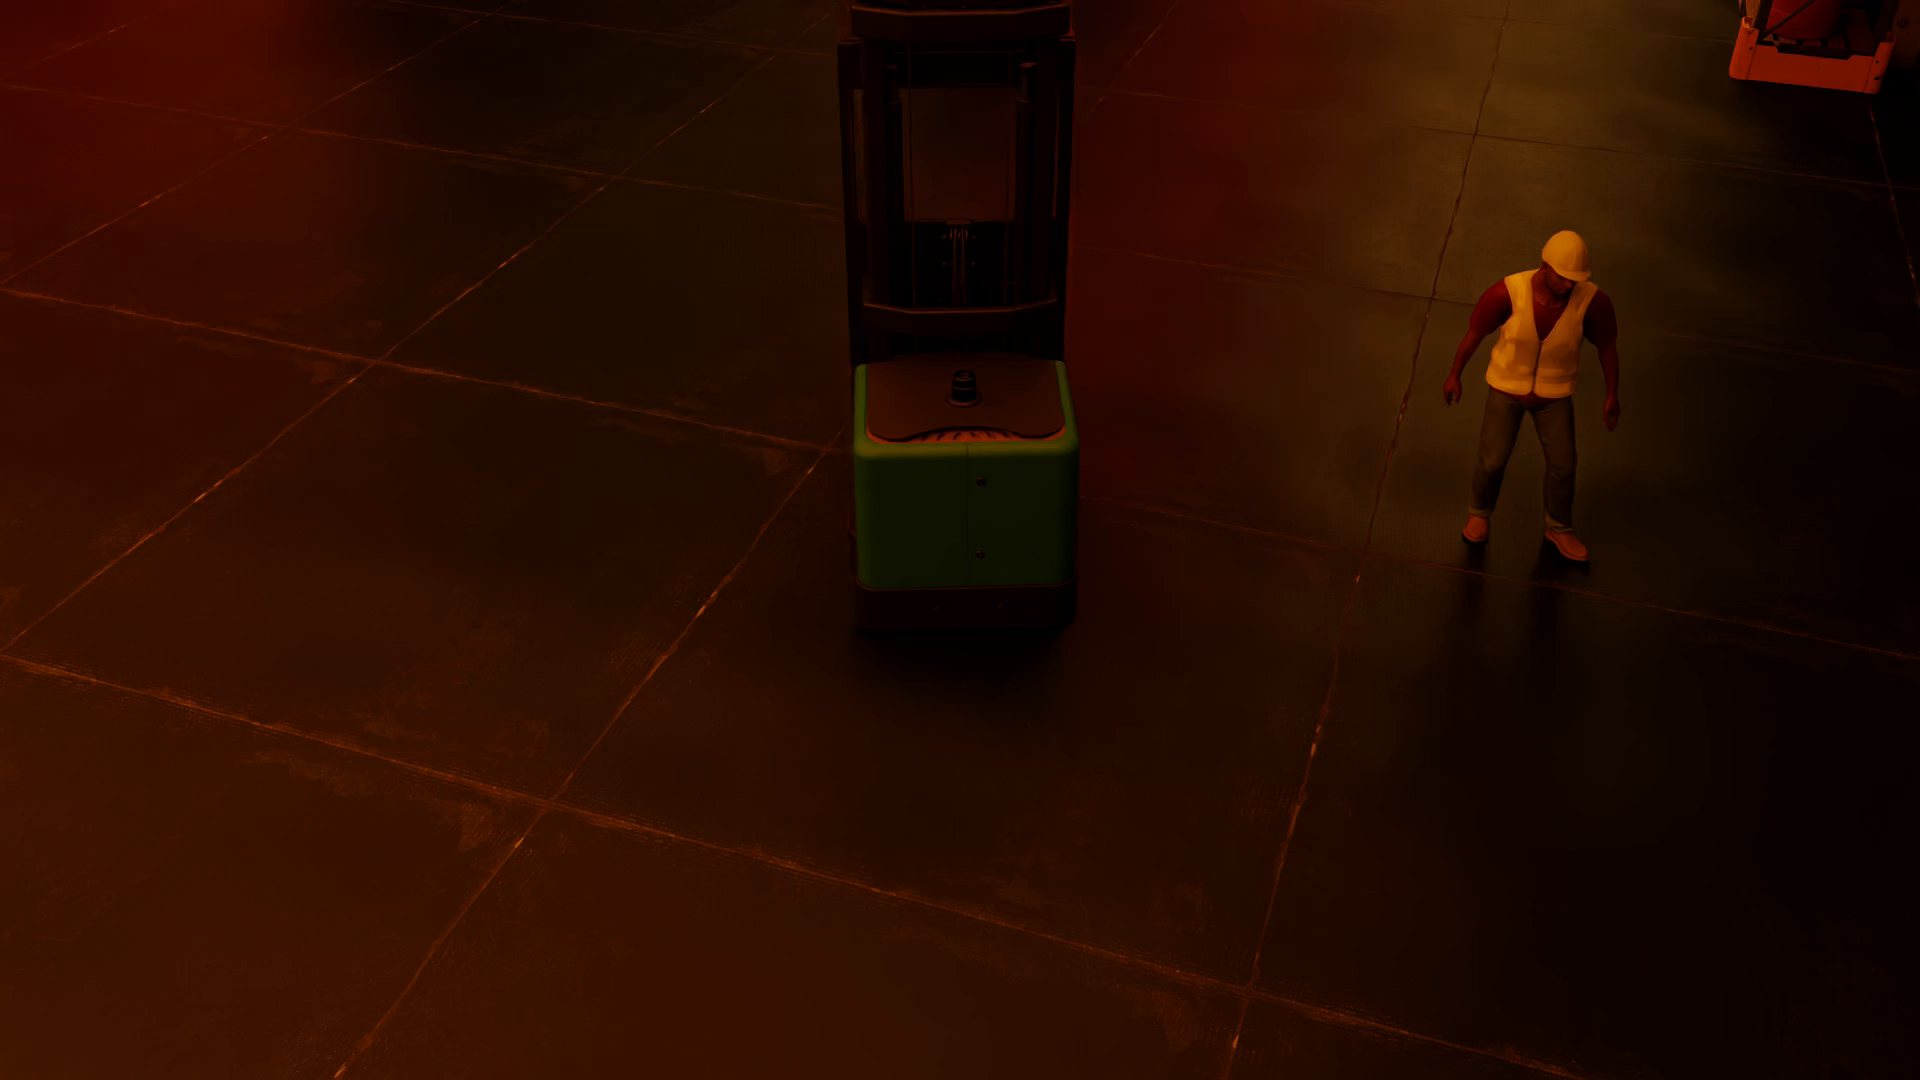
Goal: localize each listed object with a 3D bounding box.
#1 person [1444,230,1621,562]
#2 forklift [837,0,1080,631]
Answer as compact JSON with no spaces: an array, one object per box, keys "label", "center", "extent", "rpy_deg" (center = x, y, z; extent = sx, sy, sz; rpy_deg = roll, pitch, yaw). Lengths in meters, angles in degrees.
[{"label":"person","center":[2.826,-0.723,8.165],"extent":[0.852,1.737,0.428],"rpy_deg":[8,36,11]},{"label":"forklift","center":[-0.029,-1.591,8.354],"extent":[1.130,2.935,3.031],"rpy_deg":[-1,35,-2]}]
